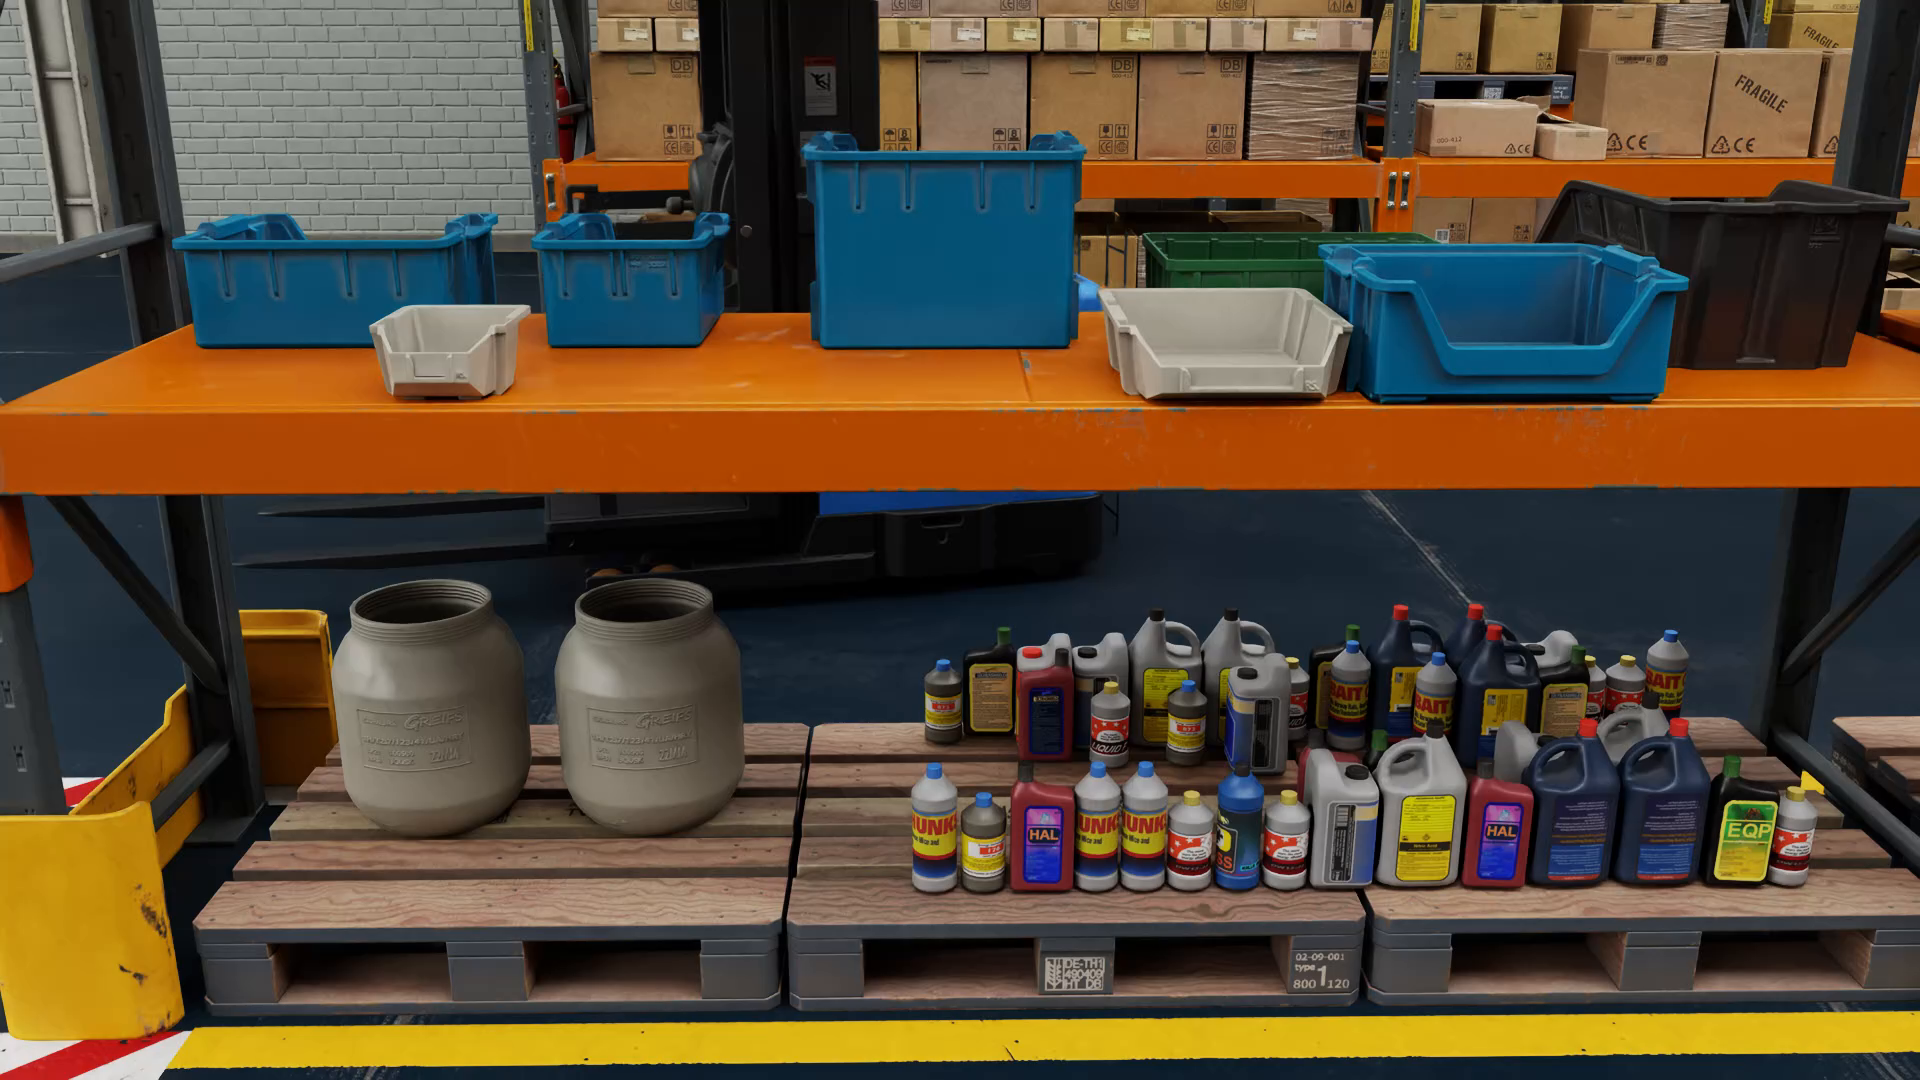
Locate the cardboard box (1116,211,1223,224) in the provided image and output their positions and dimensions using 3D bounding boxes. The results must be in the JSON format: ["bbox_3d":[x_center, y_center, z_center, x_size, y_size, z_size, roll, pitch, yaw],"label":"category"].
[{"bbox_3d":[1.085,-1.444,8.726,0.500,0.500,0.500,0,18,-1],"label":"cardboard box"}]

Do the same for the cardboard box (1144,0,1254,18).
[{"bbox_3d":[1.105,-2.767,7.974,0.500,0.500,0.700,0,18,-1],"label":"cardboard box"}]

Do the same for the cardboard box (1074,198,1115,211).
[{"bbox_3d":[0.935,-2.623,13.186,0.500,0.500,0.500,-2,18,-5],"label":"cardboard box"}]

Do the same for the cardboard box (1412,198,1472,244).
[{"bbox_3d":[3.734,-2.657,13.291,0.500,0.500,0.700,0,18,0],"label":"cardboard box"}]

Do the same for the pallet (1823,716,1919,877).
[{"bbox_3d":[2.913,0.717,3.967,1.213,0.211,1.003,0,18,-1],"label":"pallet"}]

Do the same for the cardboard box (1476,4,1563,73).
[{"bbox_3d":[4.256,-3.879,12.846,0.500,0.500,0.700,0,18,-1],"label":"cardboard box"}]

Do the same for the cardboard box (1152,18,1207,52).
[{"bbox_3d":[1.014,-2.394,7.873,0.250,0.149,0.380,0,18,-1],"label":"cardboard box"}]

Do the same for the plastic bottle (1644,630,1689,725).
[{"bbox_3d":[1.803,0.362,4.255,0.097,0.271,0.097,0,18,0],"label":"plastic bottle"}]

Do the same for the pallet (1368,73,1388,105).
[{"bbox_3d":[2.738,-3.489,12.827,1.213,0.211,1.003,0,18,-1],"label":"pallet"}]

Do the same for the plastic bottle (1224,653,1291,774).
[{"bbox_3d":[0.728,0.417,4.074,0.135,0.276,0.152,0,18,-1],"label":"plastic bottle"}]

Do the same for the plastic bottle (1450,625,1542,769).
[{"bbox_3d":[1.317,0.378,4.076,0.185,0.351,0.144,0,18,-1],"label":"plastic bottle"}]

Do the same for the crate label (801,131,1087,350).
[{"bbox_3d":[-0.035,-0.684,3.712,0.616,0.435,0.502,0,18,-1],"label":"crate label"}]

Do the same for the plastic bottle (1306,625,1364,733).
[{"bbox_3d":[0.960,0.355,4.257,0.133,0.283,0.061,1,18,2],"label":"plastic bottle"}]

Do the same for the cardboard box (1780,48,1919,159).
[{"bbox_3d":[4.376,-2.162,8.213,0.500,0.500,0.500,-1,18,-4],"label":"cardboard box"}]

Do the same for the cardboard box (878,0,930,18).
[{"bbox_3d":[-0.396,-2.760,7.952,0.500,0.500,0.700,0,18,-1],"label":"cardboard box"}]

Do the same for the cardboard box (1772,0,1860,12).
[{"bbox_3d":[6.458,-4.120,12.568,0.500,0.250,0.500,0,18,0],"label":"cardboard box"}]

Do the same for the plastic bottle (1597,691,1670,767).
[{"bbox_3d":[1.487,0.504,3.683,0.185,0.351,0.144,0,18,-1],"label":"plastic bottle"}]

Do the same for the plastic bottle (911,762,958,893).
[{"bbox_3d":[-0.054,0.600,3.512,0.097,0.271,0.097,0,18,0],"label":"plastic bottle"}]

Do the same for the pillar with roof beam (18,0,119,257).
[{"bbox_3d":[-7.273,-5.382,8.594,0.400,9.000,9.100,0,18,-1],"label":"pillar with roof beam"}]

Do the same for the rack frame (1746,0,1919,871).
[{"bbox_3d":[2.128,-0.595,3.492,0.127,3.000,1.000,0,18,-1],"label":"rack frame"}]

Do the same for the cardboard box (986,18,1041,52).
[{"bbox_3d":[0.250,-2.390,7.862,0.250,0.149,0.380,0,18,1],"label":"cardboard box"}]

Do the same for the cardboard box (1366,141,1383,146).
[{"bbox_3d":[3.148,-3.009,13.162,0.500,0.250,0.500,-1,18,-2],"label":"cardboard box"}]

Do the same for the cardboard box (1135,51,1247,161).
[{"bbox_3d":[1.083,-2.147,8.167,0.500,0.500,0.700,0,18,-1],"label":"cardboard box"}]

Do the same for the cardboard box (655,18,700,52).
[{"bbox_3d":[-1.286,-2.384,7.841,0.250,0.149,0.380,-1,18,-2],"label":"cardboard box"}]

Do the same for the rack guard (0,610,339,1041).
[{"bbox_3d":[-1.796,0.600,3.860,0.348,0.500,1.175,0,18,-1],"label":"rack guard"}]

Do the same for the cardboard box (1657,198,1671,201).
[{"bbox_3d":[5.252,-2.640,13.239,0.500,0.500,0.700,0,18,0],"label":"cardboard box"}]

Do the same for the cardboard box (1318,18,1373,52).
[{"bbox_3d":[1.785,-2.398,7.886,0.250,0.149,0.380,0,18,-1],"label":"cardboard box"}]

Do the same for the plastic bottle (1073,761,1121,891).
[{"bbox_3d":[0.289,0.598,3.518,0.097,0.271,0.097,0,18,0],"label":"plastic bottle"}]

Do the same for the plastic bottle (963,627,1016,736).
[{"bbox_3d":[0.075,0.359,4.244,0.133,0.283,0.061,0,18,0],"label":"plastic bottle"}]

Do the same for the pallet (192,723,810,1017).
[{"bbox_3d":[-0.984,0.735,3.911,1.213,0.211,1.003,0,18,-1],"label":"pallet"}]

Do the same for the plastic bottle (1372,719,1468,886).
[{"bbox_3d":[0.974,0.550,3.538,0.185,0.351,0.144,0,18,-1],"label":"plastic bottle"}]

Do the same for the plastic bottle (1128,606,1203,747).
[{"bbox_3d":[0.515,0.338,4.201,0.185,0.351,0.144,0,18,1],"label":"plastic bottle"}]

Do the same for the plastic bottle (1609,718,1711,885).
[{"bbox_3d":[1.489,0.548,3.546,0.185,0.351,0.144,-1,18,-2],"label":"plastic bottle"}]

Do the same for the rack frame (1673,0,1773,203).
[{"bbox_3d":[5.971,-3.640,12.985,0.127,3.000,1.000,0,18,-1],"label":"rack frame"}]

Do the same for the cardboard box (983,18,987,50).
[{"bbox_3d":[0.233,-2.514,8.248,0.250,0.149,0.380,0,18,-1],"label":"cardboard box"}]

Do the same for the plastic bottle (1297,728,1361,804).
[{"bbox_3d":[0.809,0.549,3.651,0.133,0.283,0.061,0,18,-1],"label":"plastic bottle"}]

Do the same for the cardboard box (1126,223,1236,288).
[{"bbox_3d":[1.093,-1.288,8.238,0.500,0.500,0.500,0,18,-1],"label":"cardboard box"}]

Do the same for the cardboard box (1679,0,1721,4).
[{"bbox_3d":[5.627,-4.195,12.770,0.250,0.149,0.380,-3,18,-8],"label":"cardboard box"}]

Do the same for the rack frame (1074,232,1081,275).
[{"bbox_3d":[0.419,-0.604,6.467,0.006,1.200,0.240,-4,18,-13],"label":"rack frame"}]

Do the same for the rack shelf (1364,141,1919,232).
[{"bbox_3d":[4.053,-1.775,8.348,4.000,0.370,1.077,0,18,-1],"label":"rack shelf"}]

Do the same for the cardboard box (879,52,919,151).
[{"bbox_3d":[-0.457,-2.139,8.142,0.500,0.500,0.700,0,18,0],"label":"cardboard box"}]

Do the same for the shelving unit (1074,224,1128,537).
[{"bbox_3d":[0.508,-0.611,6.488,0.189,1.200,0.258,-4,18,-13],"label":"shelving unit"}]

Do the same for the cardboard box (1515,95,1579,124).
[{"bbox_3d":[2.930,-2.104,8.417,0.258,0.266,0.396,-1,18,-2],"label":"cardboard box"}]

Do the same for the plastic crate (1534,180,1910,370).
[{"bbox_3d":[1.603,-0.602,3.615,0.504,0.338,0.767,0,18,-1],"label":"plastic crate"}]

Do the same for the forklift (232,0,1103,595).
[{"bbox_3d":[-1.048,-1.305,5.818,3.031,2.935,1.130,-4,18,-13],"label":"forklift"}]

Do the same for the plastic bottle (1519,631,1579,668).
[{"bbox_3d":[1.480,0.370,4.223,0.135,0.276,0.152,0,18,1],"label":"plastic bottle"}]

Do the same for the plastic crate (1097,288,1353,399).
[{"bbox_3d":[0.509,-0.384,3.267,0.437,0.136,0.530,0,18,-1],"label":"plastic crate"}]

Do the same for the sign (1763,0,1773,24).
[{"bbox_3d":[5.989,-3.988,12.304,0.005,0.325,0.100,0,18,-1],"label":"sign"}]

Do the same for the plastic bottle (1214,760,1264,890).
[{"bbox_3d":[0.592,0.597,3.522,0.097,0.271,0.097,0,18,0],"label":"plastic bottle"}]

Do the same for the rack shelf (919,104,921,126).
[{"bbox_3d":[-0.028,-3.269,13.005,4.000,0.370,1.077,0,18,-1],"label":"rack shelf"}]

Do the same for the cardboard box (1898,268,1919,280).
[{"bbox_3d":[5.014,-1.203,8.283,0.500,0.311,0.500,-1,18,-2],"label":"cardboard box"}]
